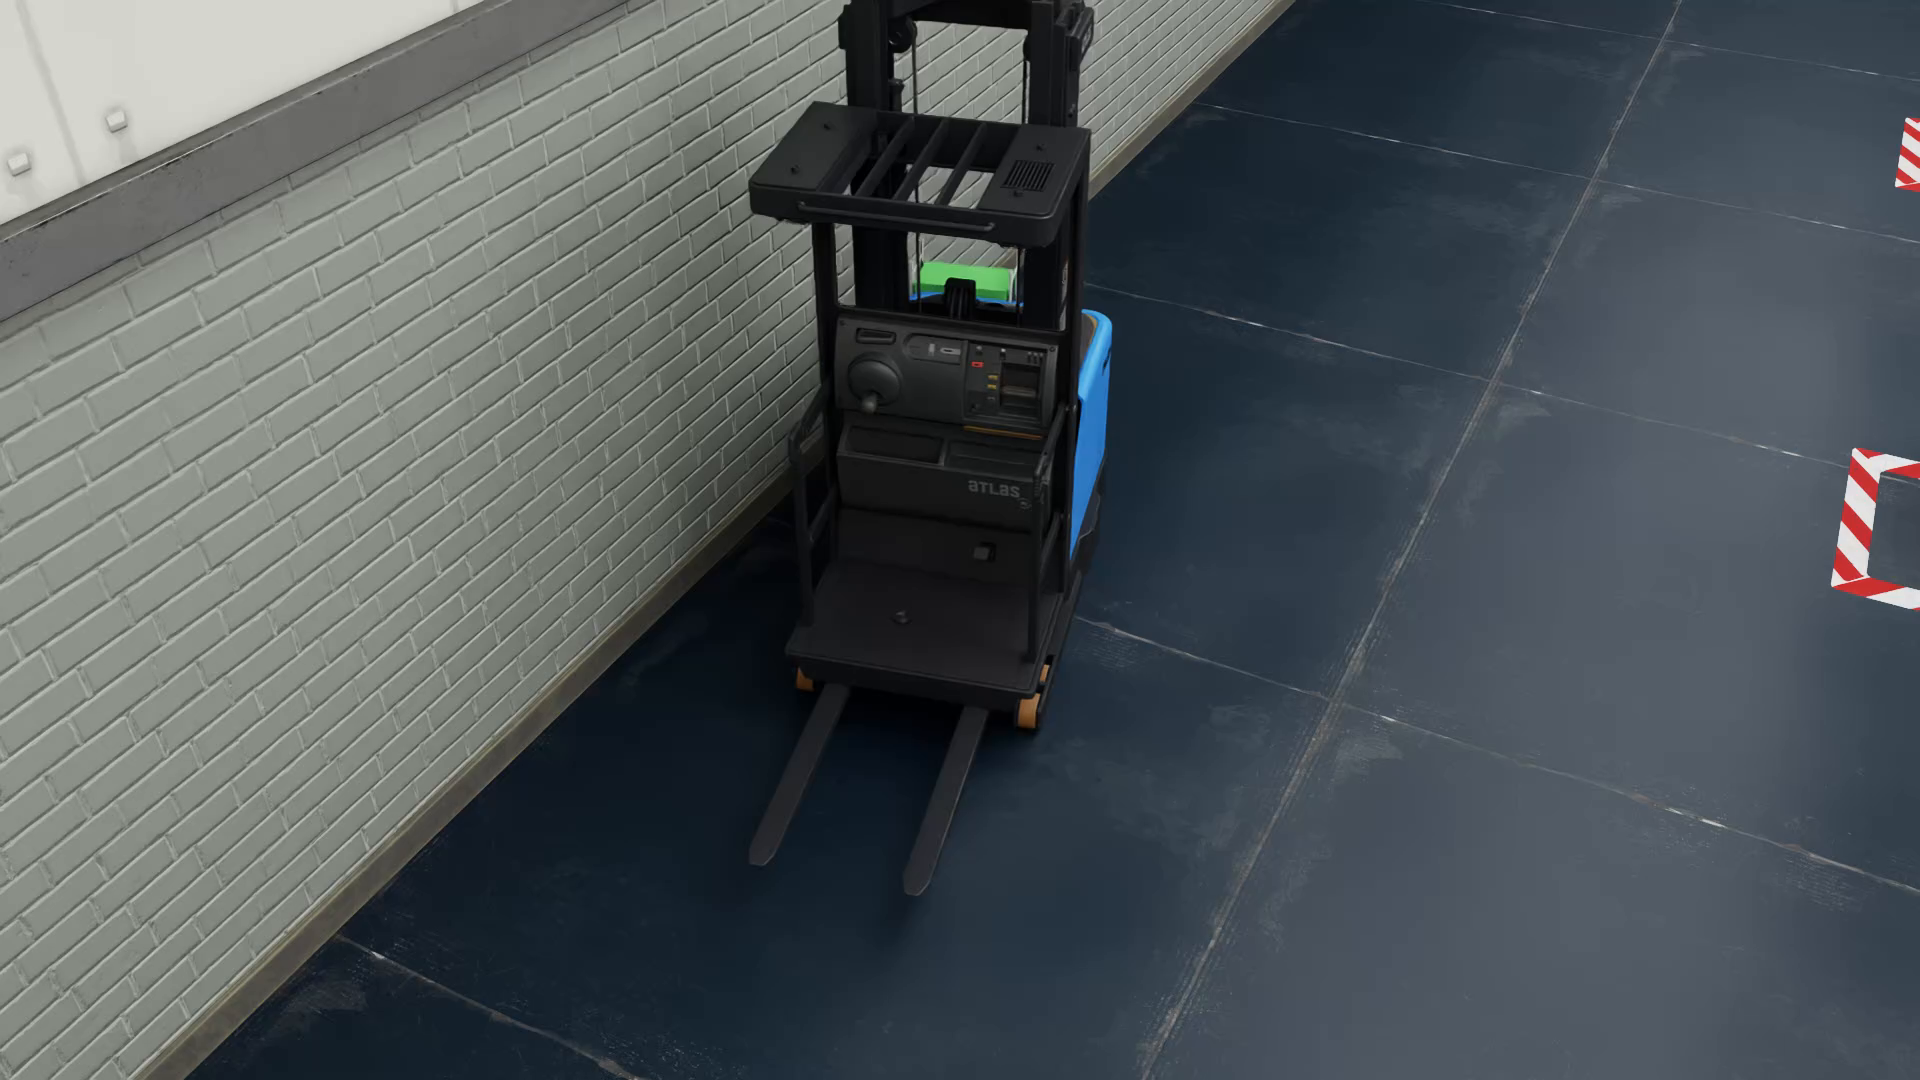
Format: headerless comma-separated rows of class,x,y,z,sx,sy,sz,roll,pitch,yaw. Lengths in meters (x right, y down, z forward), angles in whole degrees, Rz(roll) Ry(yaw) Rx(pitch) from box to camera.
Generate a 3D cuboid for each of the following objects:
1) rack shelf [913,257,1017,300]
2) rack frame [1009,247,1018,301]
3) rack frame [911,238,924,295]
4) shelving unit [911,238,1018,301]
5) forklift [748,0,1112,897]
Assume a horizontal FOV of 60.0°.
rack shelf,0.029,-1.256,8.243,0.480,0.148,0.258,7,38,9
rack frame,0.269,-0.895,8.457,0.015,1.200,0.240,7,38,9
rack frame,-0.210,-0.953,8.533,0.015,1.200,0.240,7,38,9
shelving unit,0.029,-0.924,8.495,0.503,1.200,0.258,7,38,9
forklift,-0.112,-0.606,6.645,1.130,2.935,3.031,9,38,11
